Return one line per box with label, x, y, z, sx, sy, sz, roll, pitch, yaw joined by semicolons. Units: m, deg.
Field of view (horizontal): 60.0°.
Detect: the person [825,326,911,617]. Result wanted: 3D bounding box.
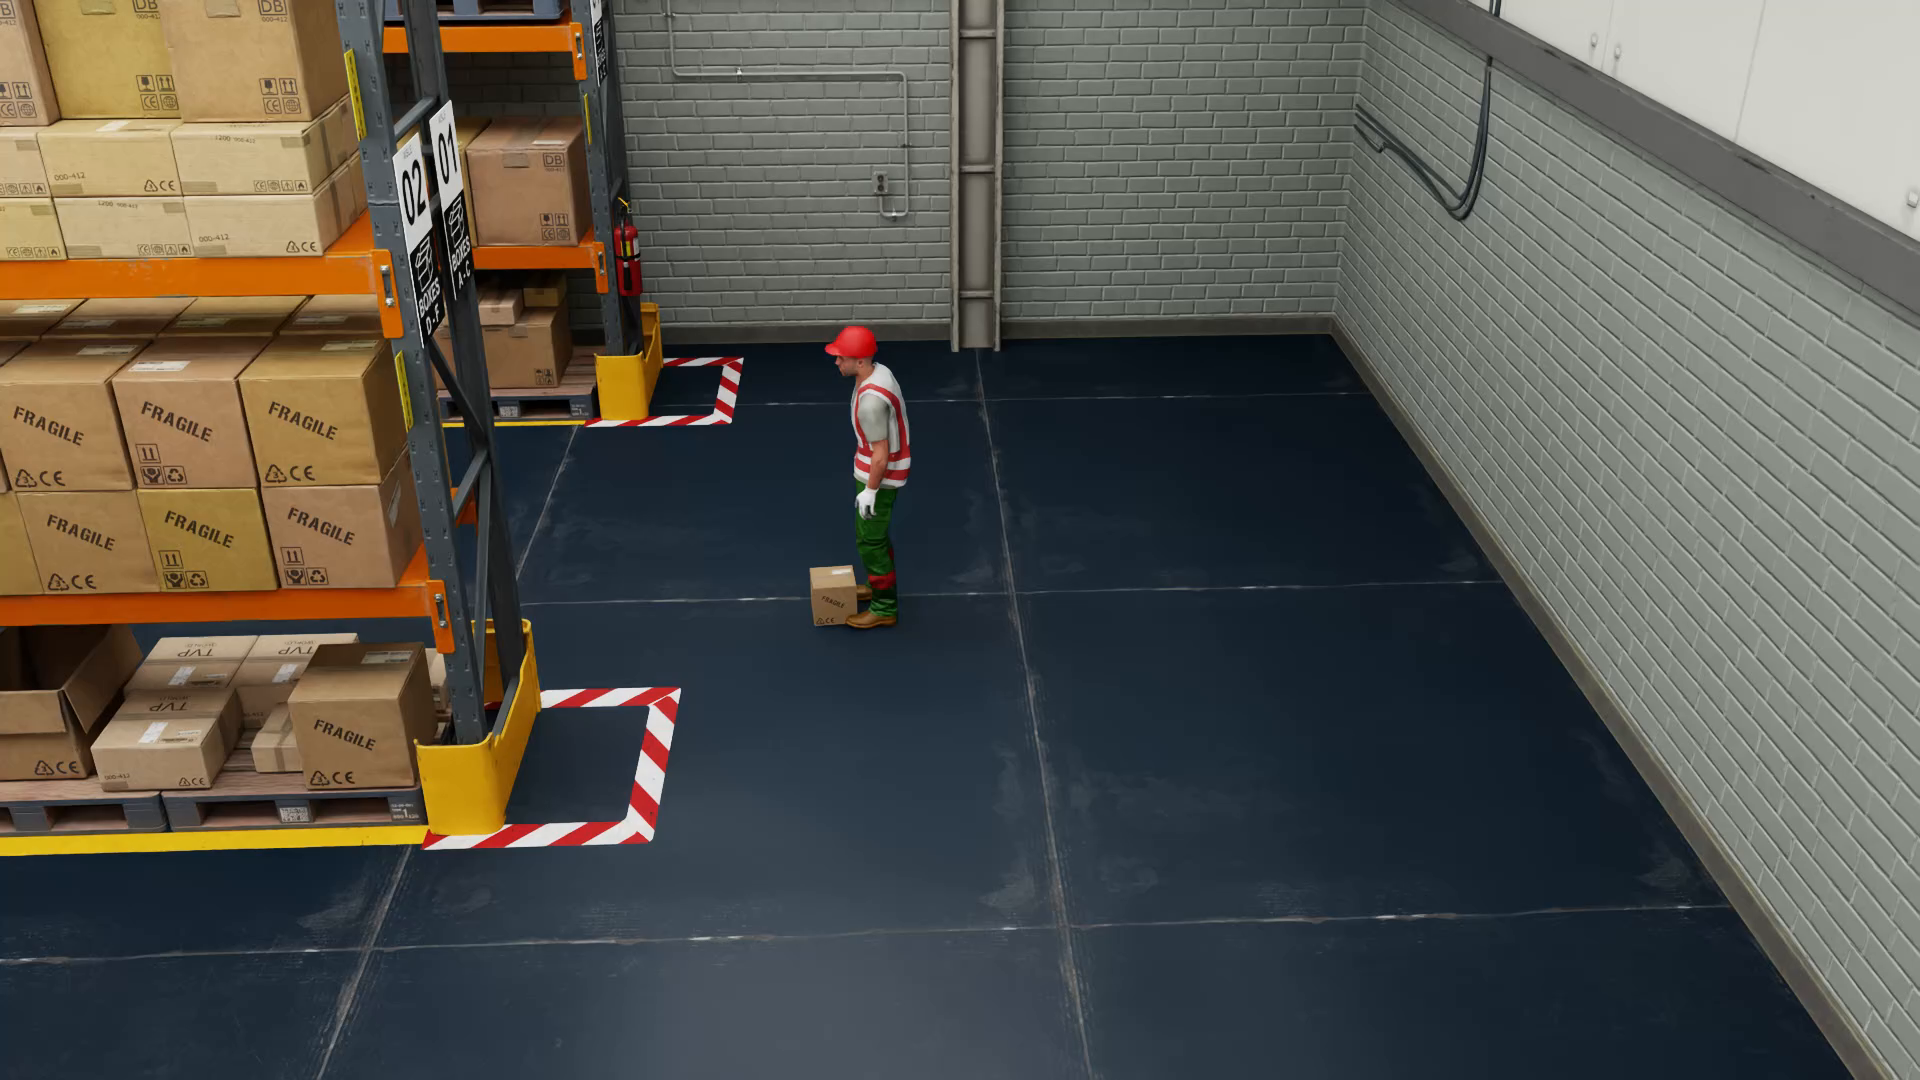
person;-0.500;-0.385;9.286;0.453;1.720;0.579;-1;27;-3
